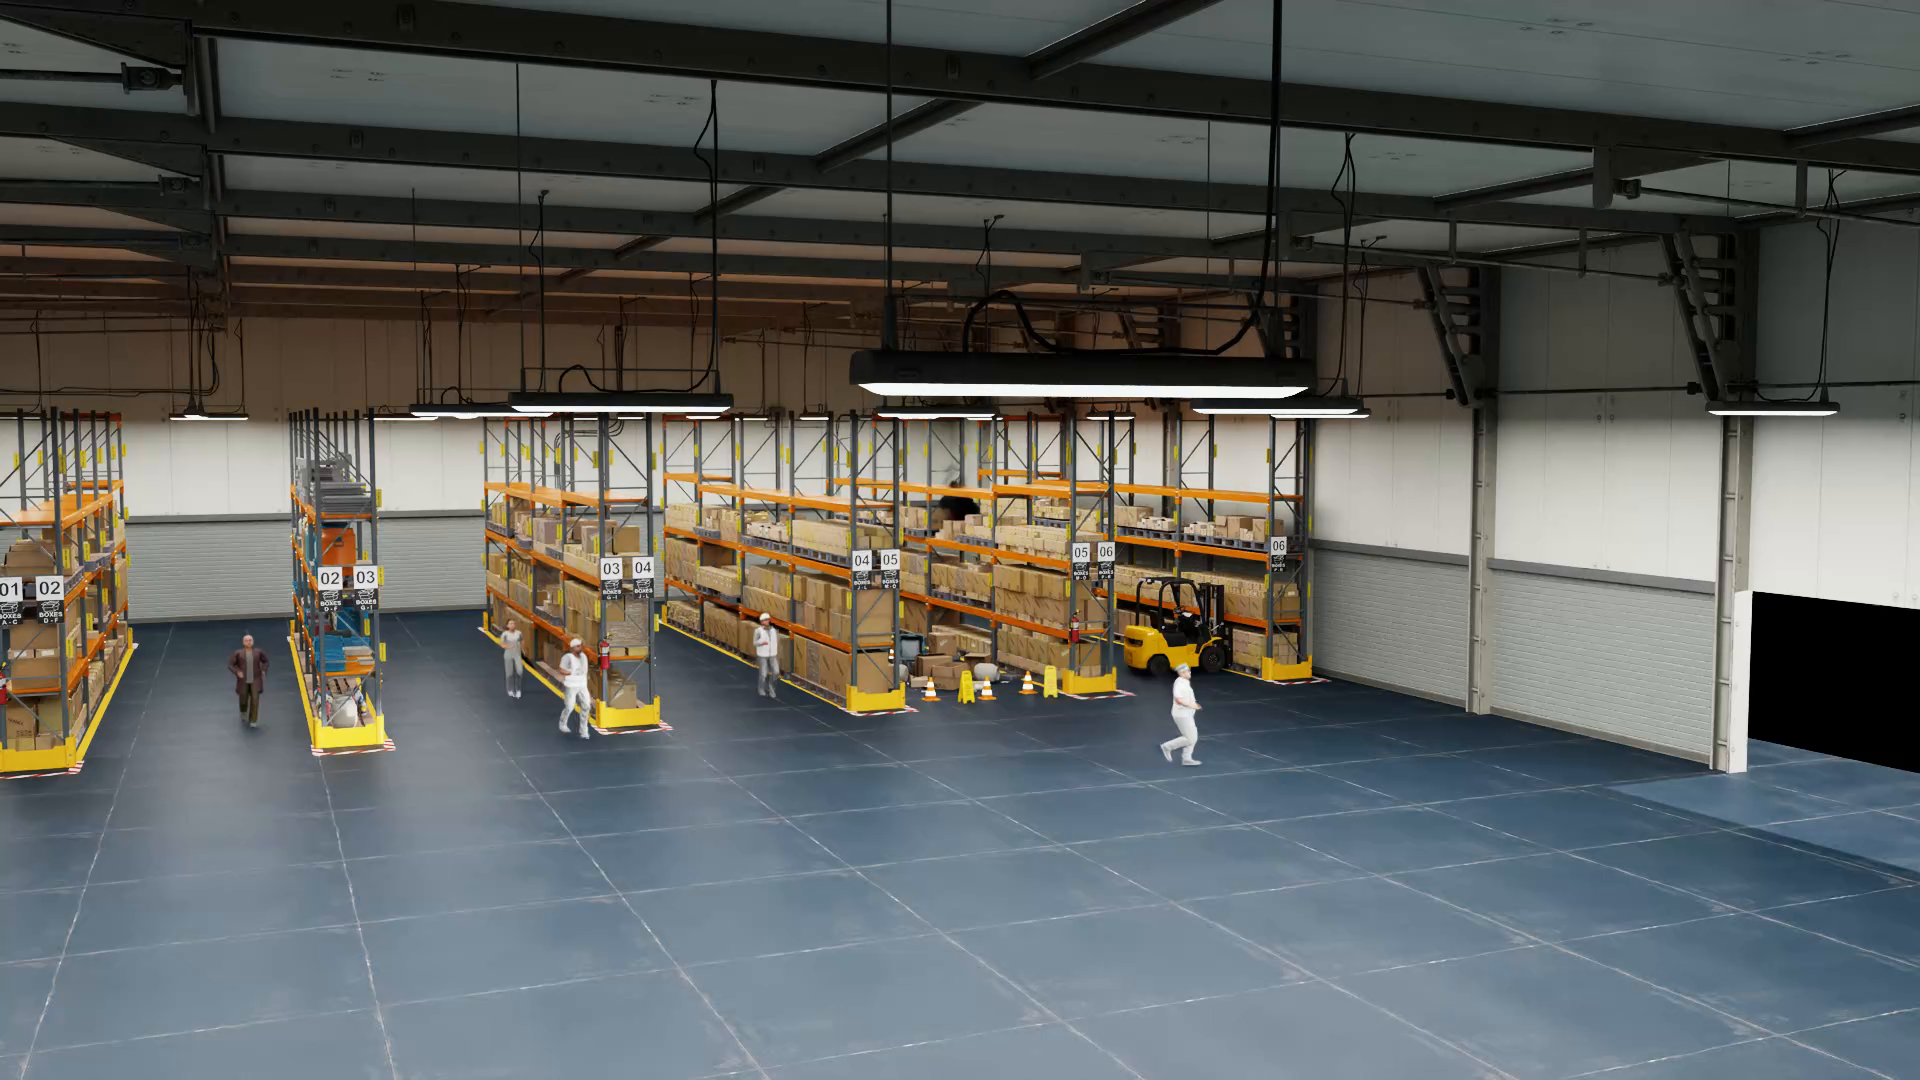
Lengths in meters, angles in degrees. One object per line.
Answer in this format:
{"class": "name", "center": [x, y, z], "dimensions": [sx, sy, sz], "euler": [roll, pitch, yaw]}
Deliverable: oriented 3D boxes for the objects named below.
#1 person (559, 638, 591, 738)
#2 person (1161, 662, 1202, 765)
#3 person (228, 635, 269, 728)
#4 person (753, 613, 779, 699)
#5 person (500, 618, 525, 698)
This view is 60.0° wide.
{"class": "person", "center": [-7.044, 2.721, 30.433], "dimensions": [0.677, 1.845, 0.712], "euler": [-4, 6, -45]}
{"class": "person", "center": [3.698, 2.903, 27.781], "dimensions": [0.678, 1.739, 0.642], "euler": [0, 4, 7]}
{"class": "person", "center": [-13.407, 2.696, 31.391], "dimensions": [0.716, 1.652, 0.759], "euler": [-2, 4, -27]}
{"class": "person", "center": [-3.994, 2.423, 34.598], "dimensions": [0.649, 1.801, 0.701], "euler": [-2, 4, -26]}
{"class": "person", "center": [-9.299, 2.462, 34.633], "dimensions": [0.534, 1.672, 0.687], "euler": [-2, 4, -24]}
